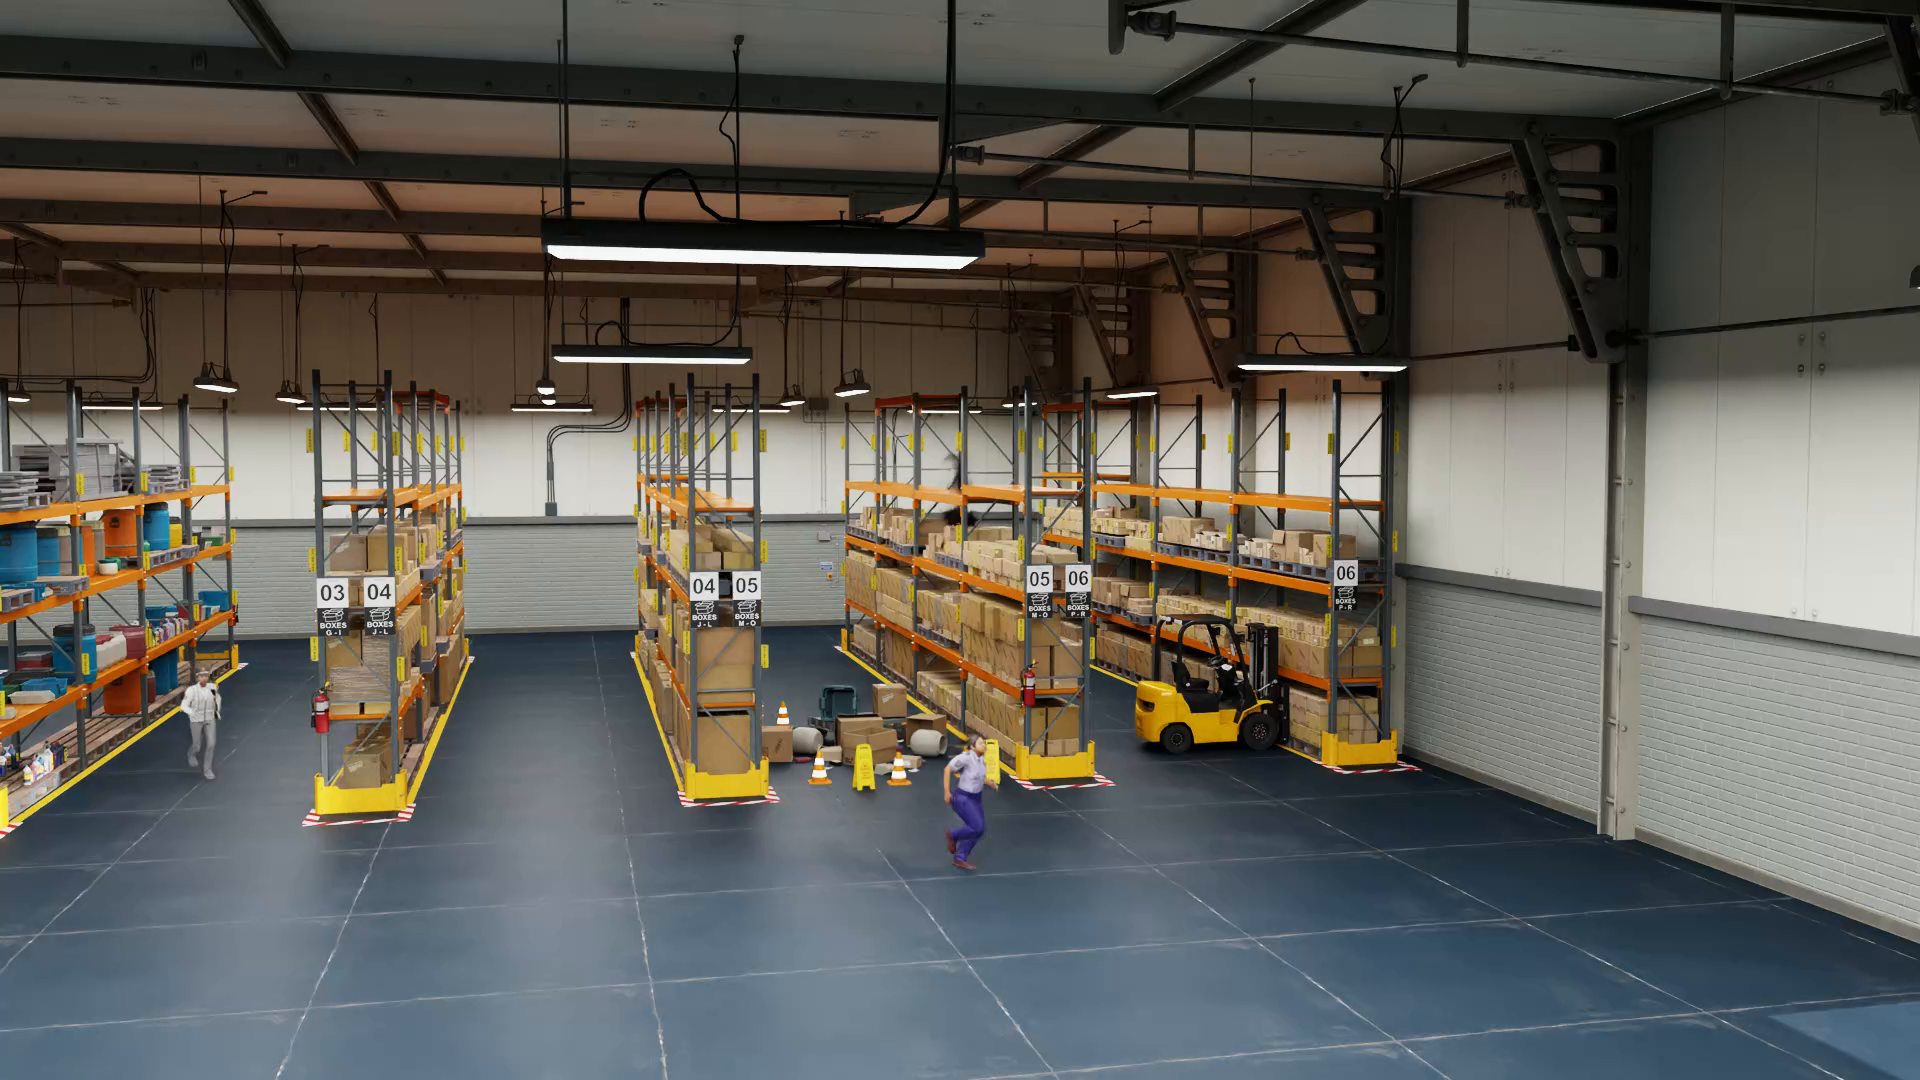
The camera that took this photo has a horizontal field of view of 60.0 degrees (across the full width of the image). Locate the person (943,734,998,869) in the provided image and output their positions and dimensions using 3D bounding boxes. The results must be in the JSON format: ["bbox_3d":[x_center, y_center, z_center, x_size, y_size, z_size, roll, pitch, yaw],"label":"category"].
[{"bbox_3d":[0.145,3.092,19.572,0.616,1.589,0.645,2,4,30],"label":"person"}]

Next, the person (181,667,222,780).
[{"bbox_3d":[-11.438,2.727,25.086,0.607,1.679,0.829,-3,4,-39],"label":"person"}]
